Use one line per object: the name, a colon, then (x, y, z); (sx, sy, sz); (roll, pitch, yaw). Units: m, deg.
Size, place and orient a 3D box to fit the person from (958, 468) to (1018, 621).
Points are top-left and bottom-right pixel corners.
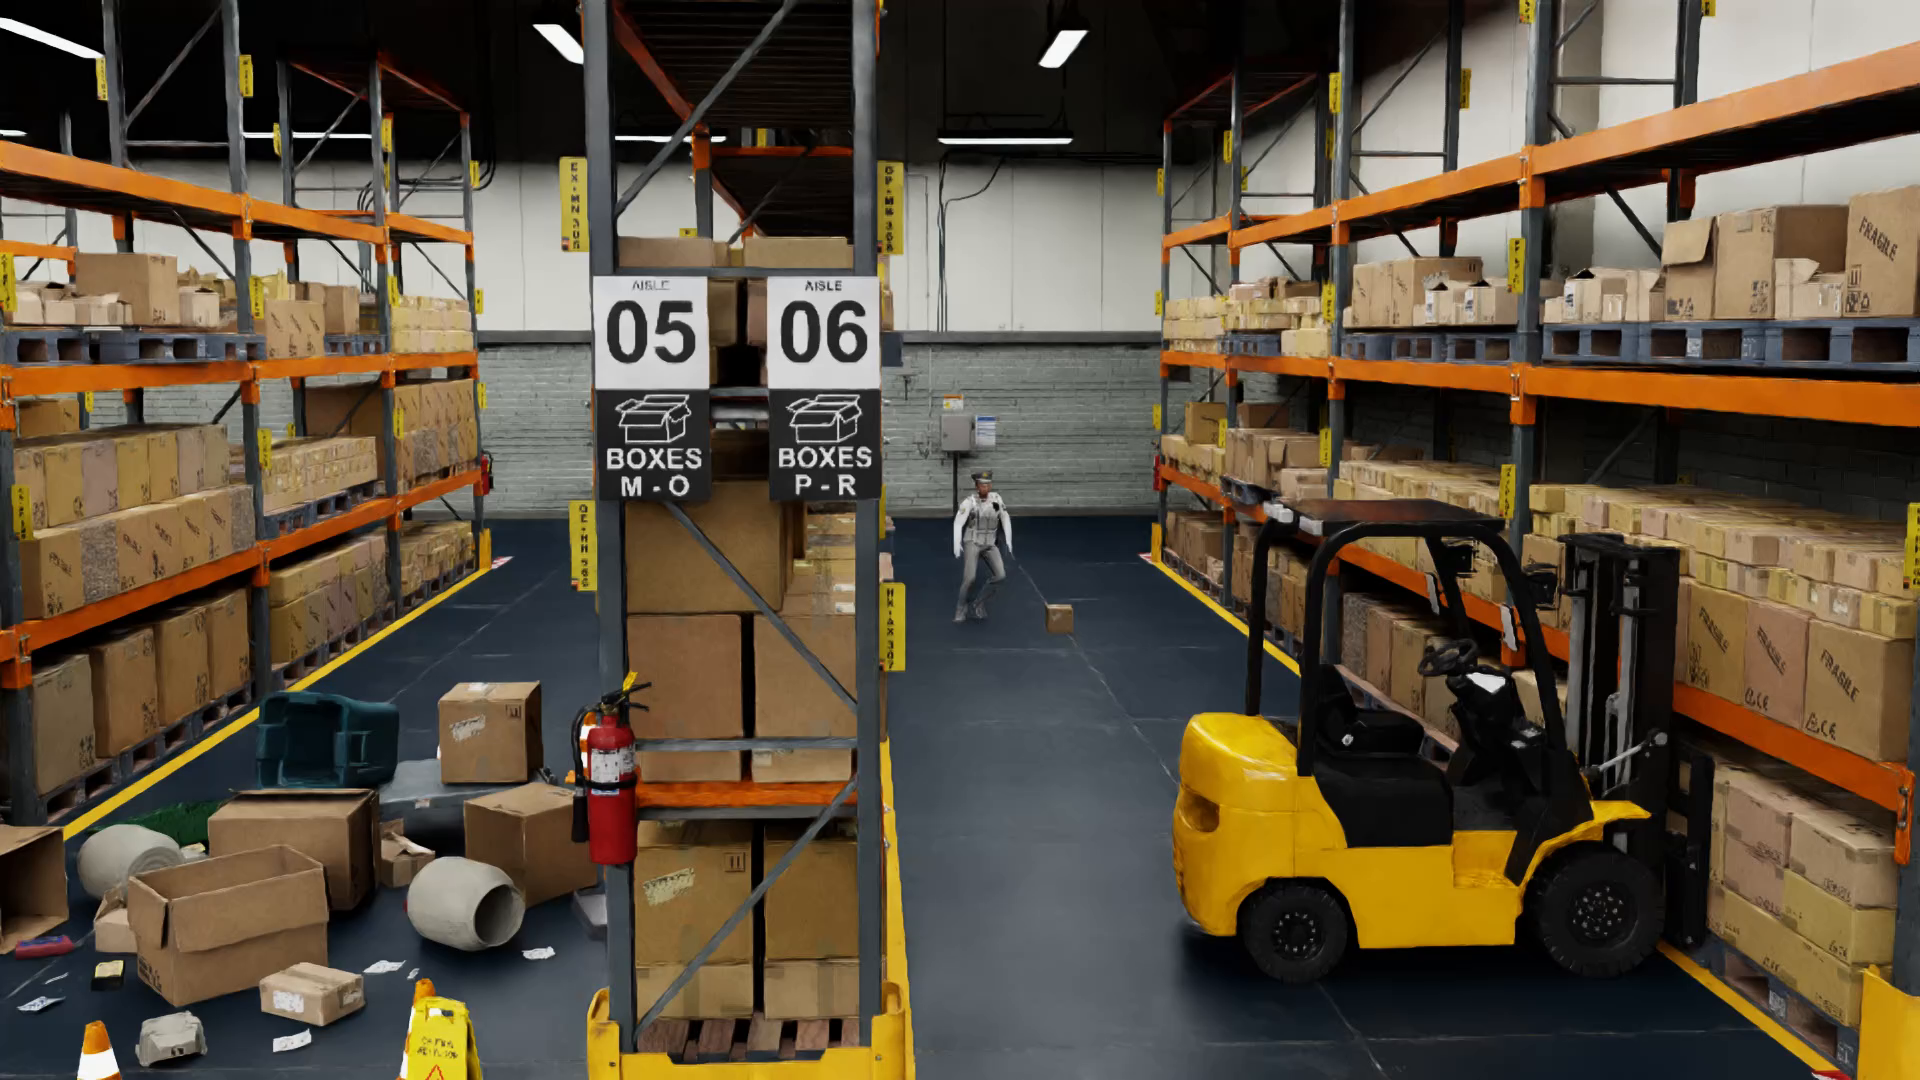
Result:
person: (0.260, 0.052, 17.644); (0.753, 1.646, 0.471); (-4, 8, -28)
